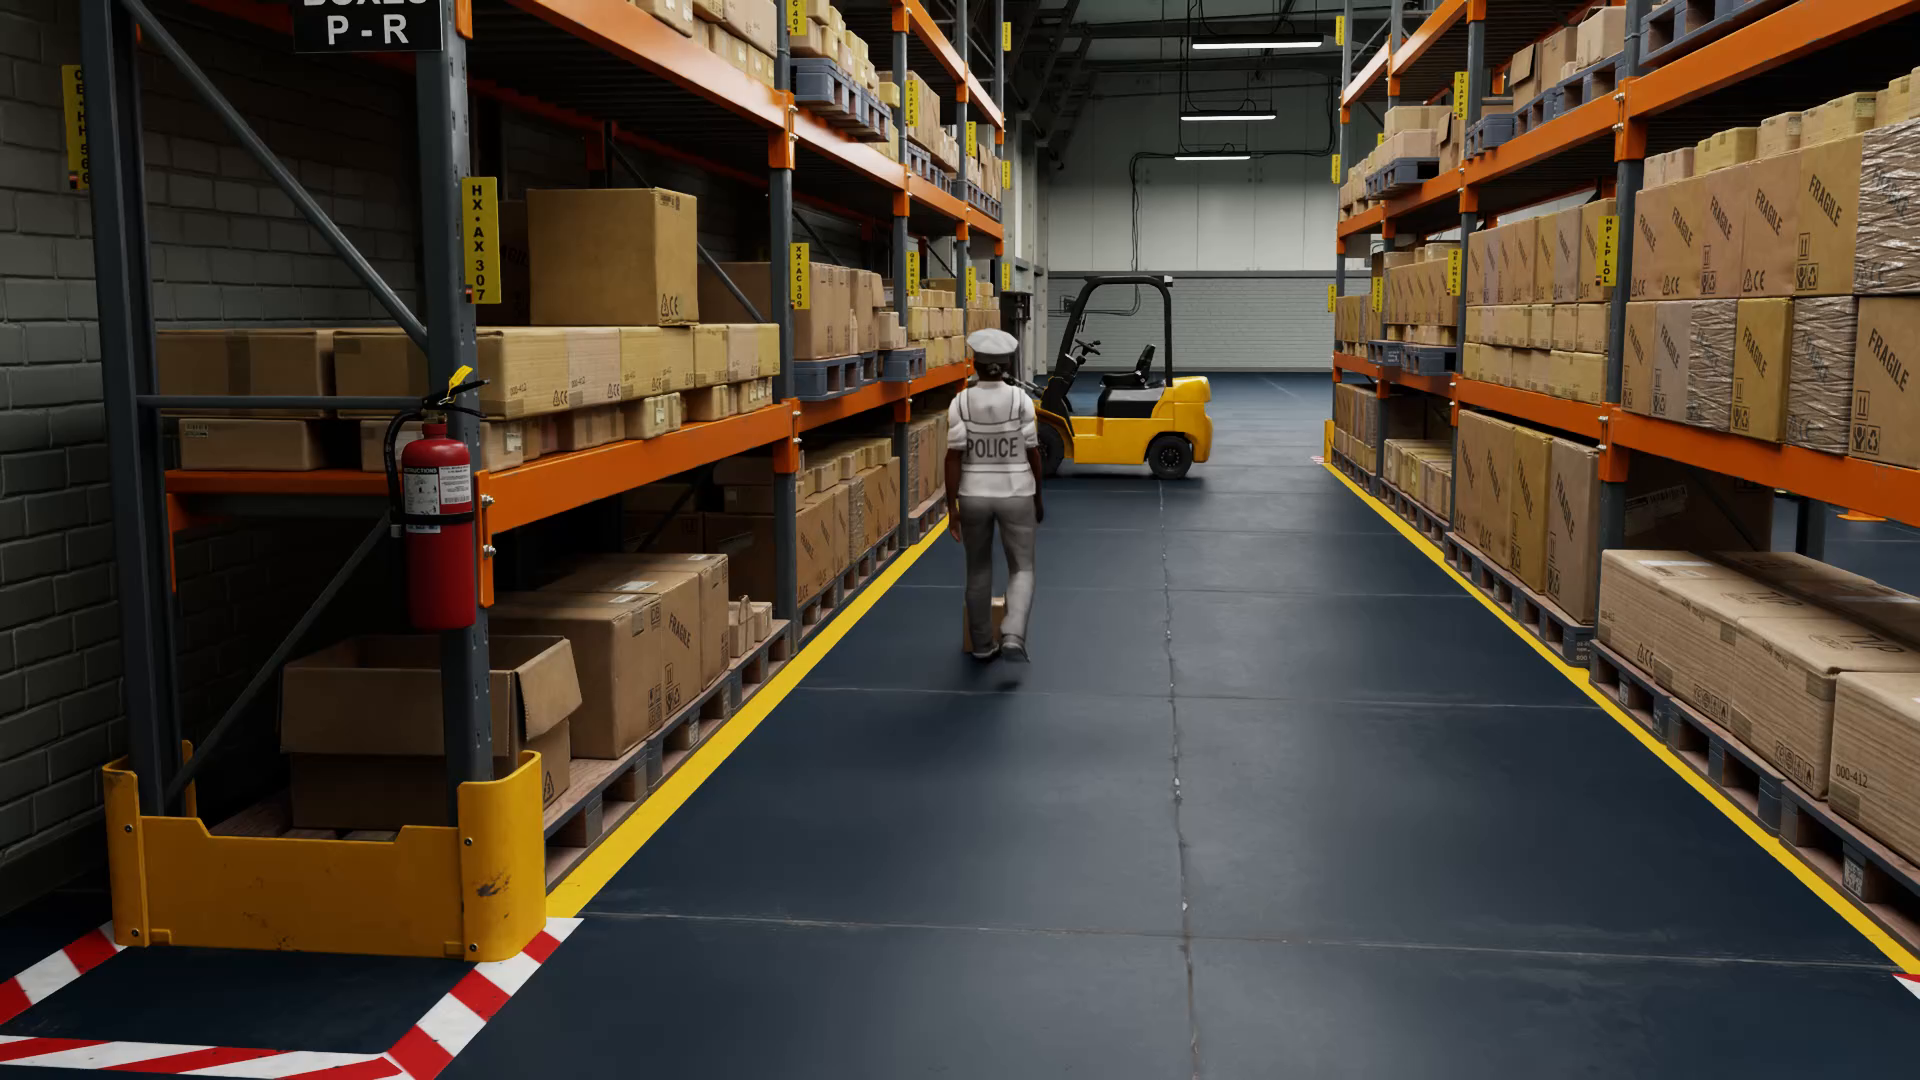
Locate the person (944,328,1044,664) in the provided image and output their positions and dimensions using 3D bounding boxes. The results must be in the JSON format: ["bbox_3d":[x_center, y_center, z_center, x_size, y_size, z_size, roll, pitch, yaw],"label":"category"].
[{"bbox_3d":[0.171,-0.201,8.134,0.458,1.659,0.842,1,8,10],"label":"person"}]
